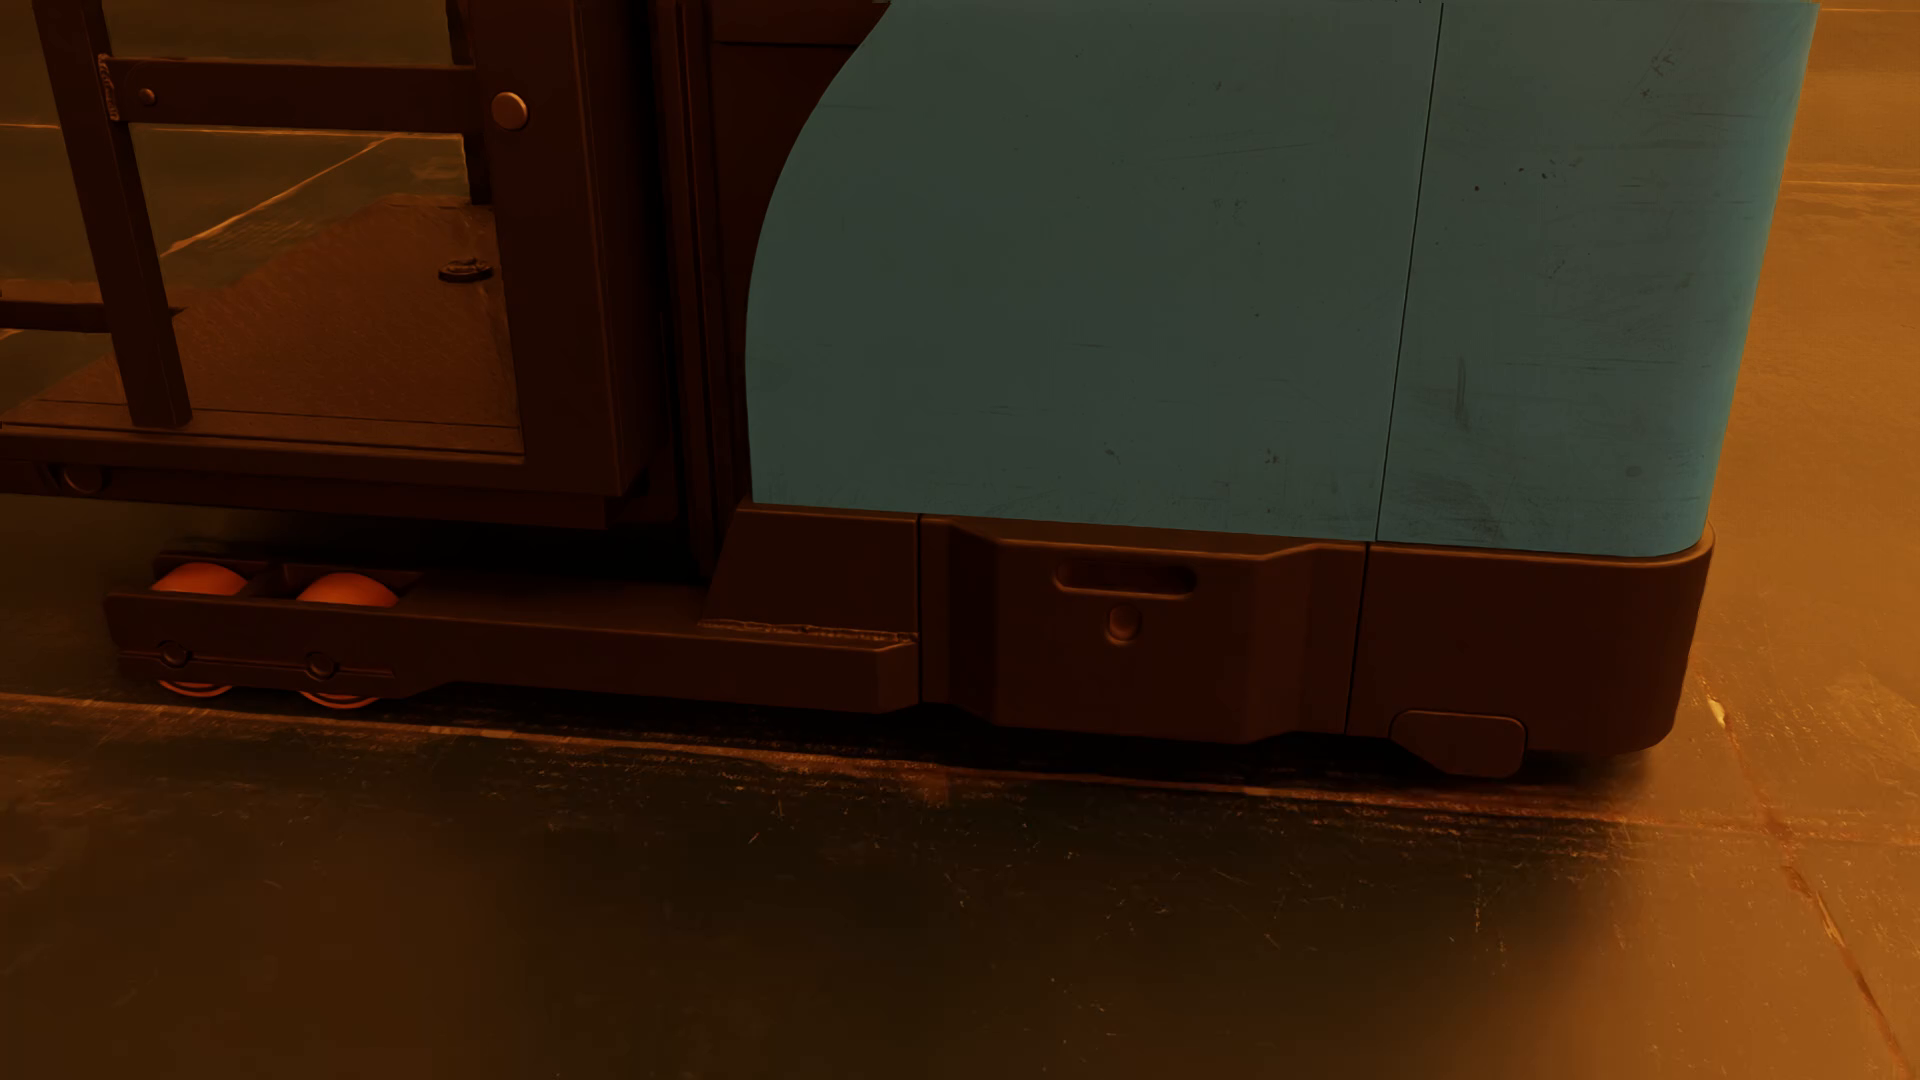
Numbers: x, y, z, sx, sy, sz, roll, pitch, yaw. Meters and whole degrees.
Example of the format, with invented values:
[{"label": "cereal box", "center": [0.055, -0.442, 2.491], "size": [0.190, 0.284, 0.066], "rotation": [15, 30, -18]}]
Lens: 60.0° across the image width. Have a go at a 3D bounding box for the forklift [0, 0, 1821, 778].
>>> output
[{"label": "forklift", "center": [-0.611, -1.329, 1.881], "size": [3.031, 2.935, 1.130], "rotation": [4, 27, 7]}]
